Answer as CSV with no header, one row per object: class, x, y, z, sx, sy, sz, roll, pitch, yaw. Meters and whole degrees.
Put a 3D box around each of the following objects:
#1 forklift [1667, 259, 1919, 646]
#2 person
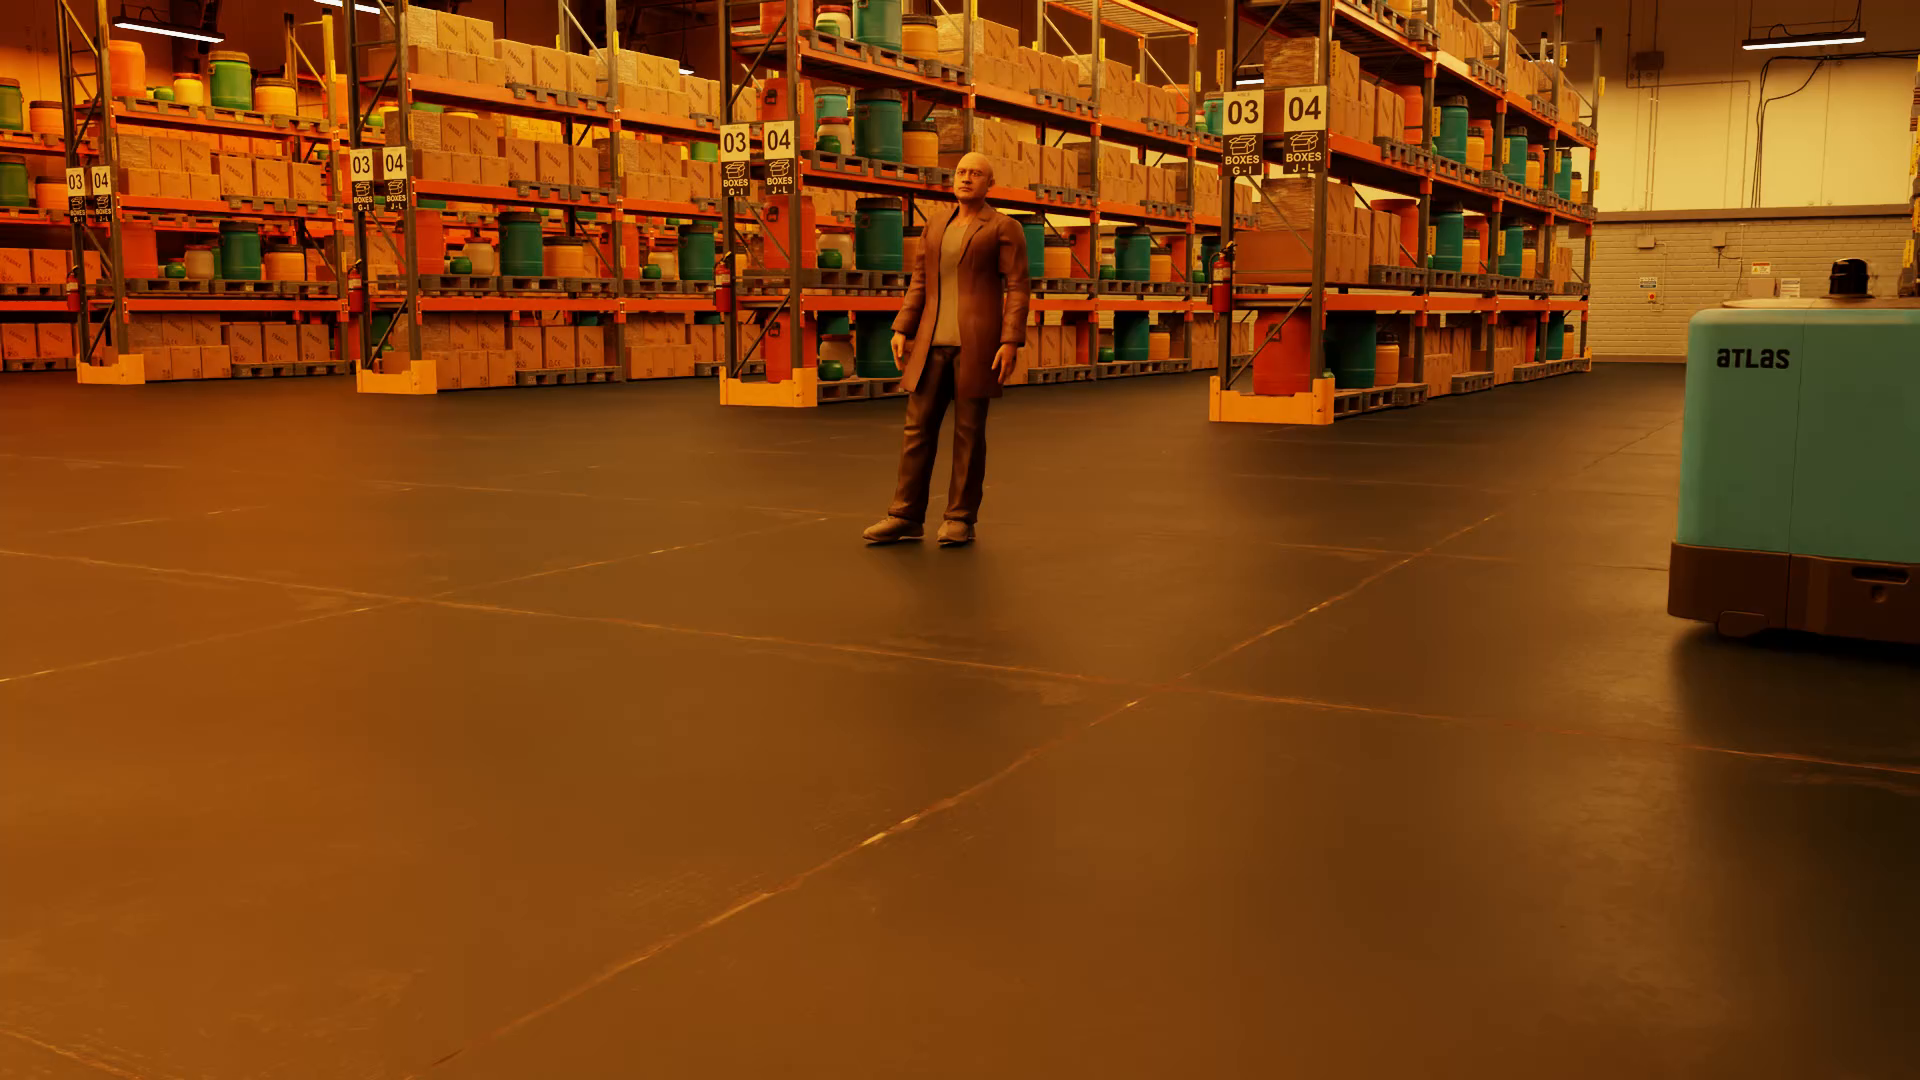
forklift,3.823,-1.061,4.779,3.031,2.935,1.130,6,10,37
person,-0.048,-0.877,7.613,0.698,1.778,0.579,4,9,29
